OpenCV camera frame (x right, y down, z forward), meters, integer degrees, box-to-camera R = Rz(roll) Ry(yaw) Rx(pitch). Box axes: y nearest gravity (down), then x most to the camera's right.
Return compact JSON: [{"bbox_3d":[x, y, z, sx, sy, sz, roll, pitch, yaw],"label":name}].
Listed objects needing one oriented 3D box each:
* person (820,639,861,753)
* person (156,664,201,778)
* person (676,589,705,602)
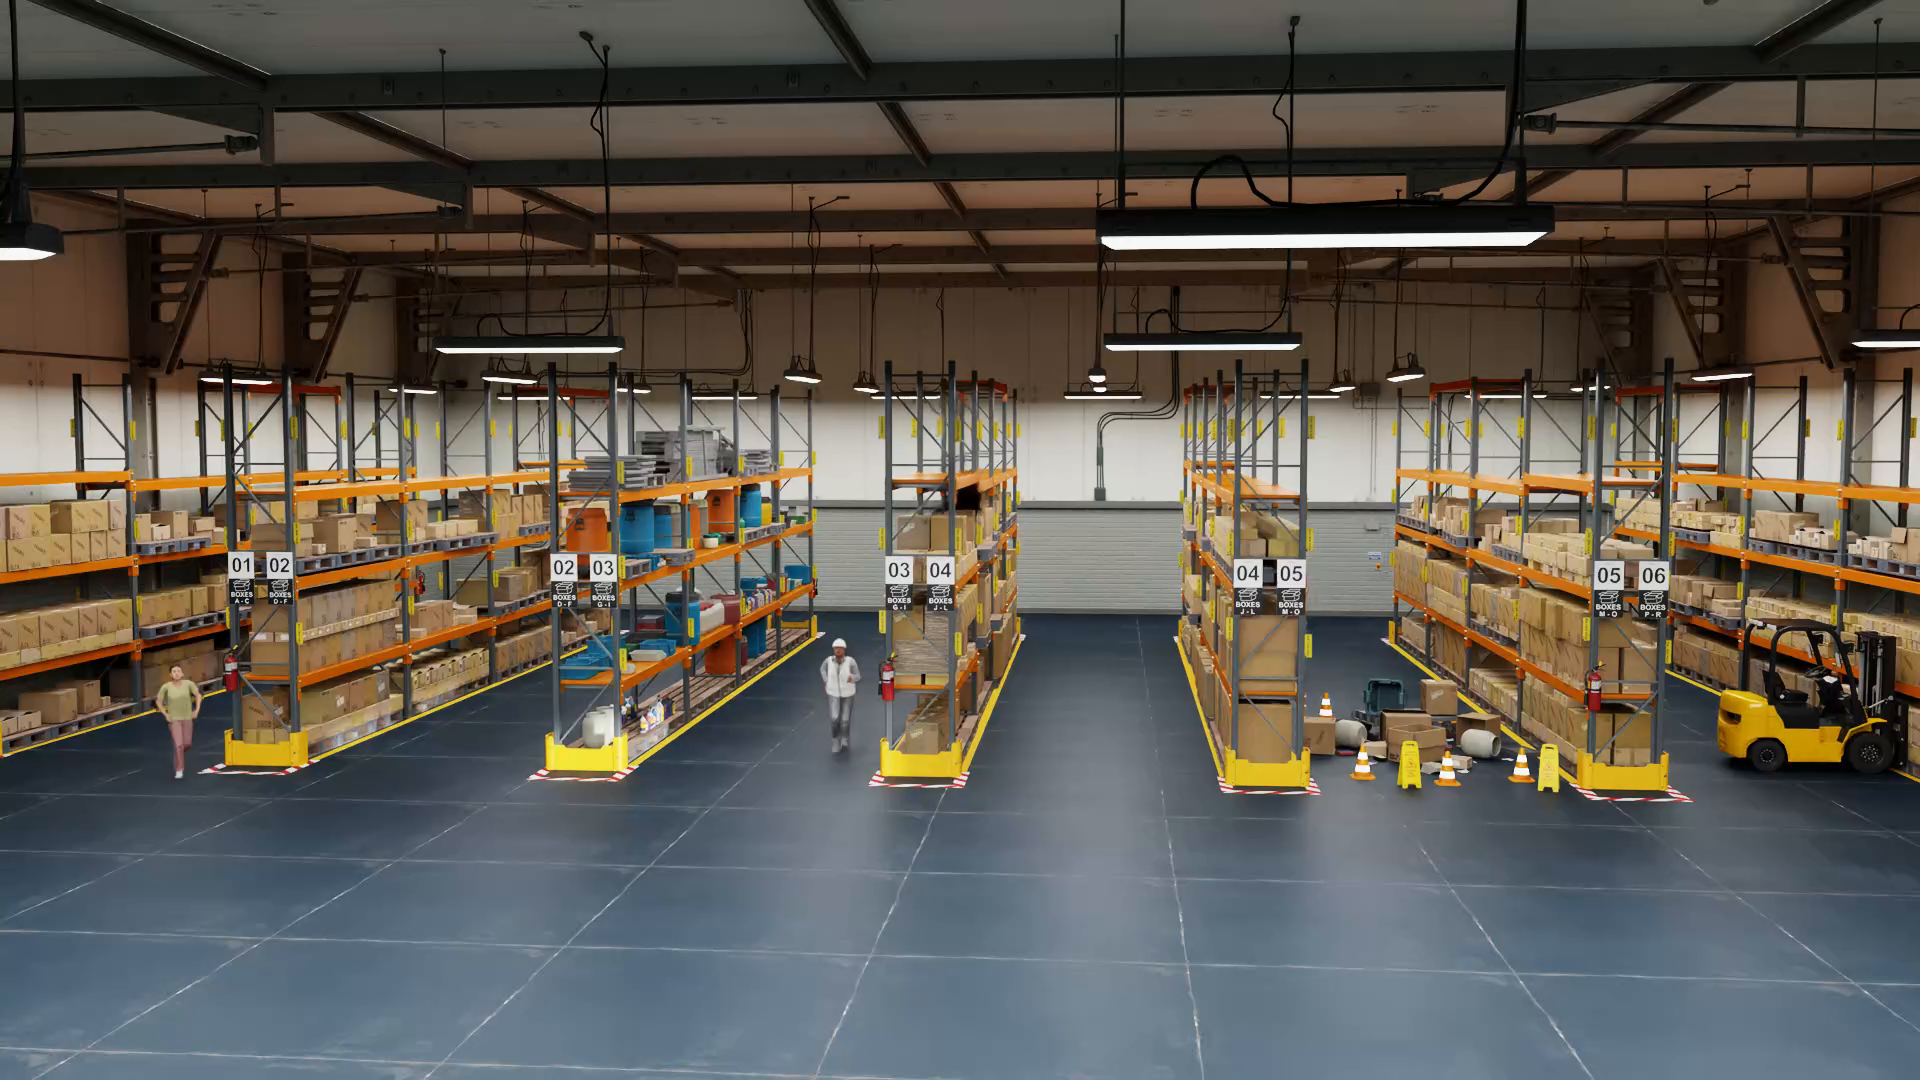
[{"bbox_3d":[-1.865,2.435,25.892,0.658,1.809,0.801,0,4,1],"label":"person"},{"bbox_3d":[-11.361,2.606,24.189,0.602,1.649,0.619,-2,4,-32],"label":"person"},{"bbox_3d":[-6.062,1.722,37.234,0.704,1.714,0.798,1,4,8],"label":"person"}]
